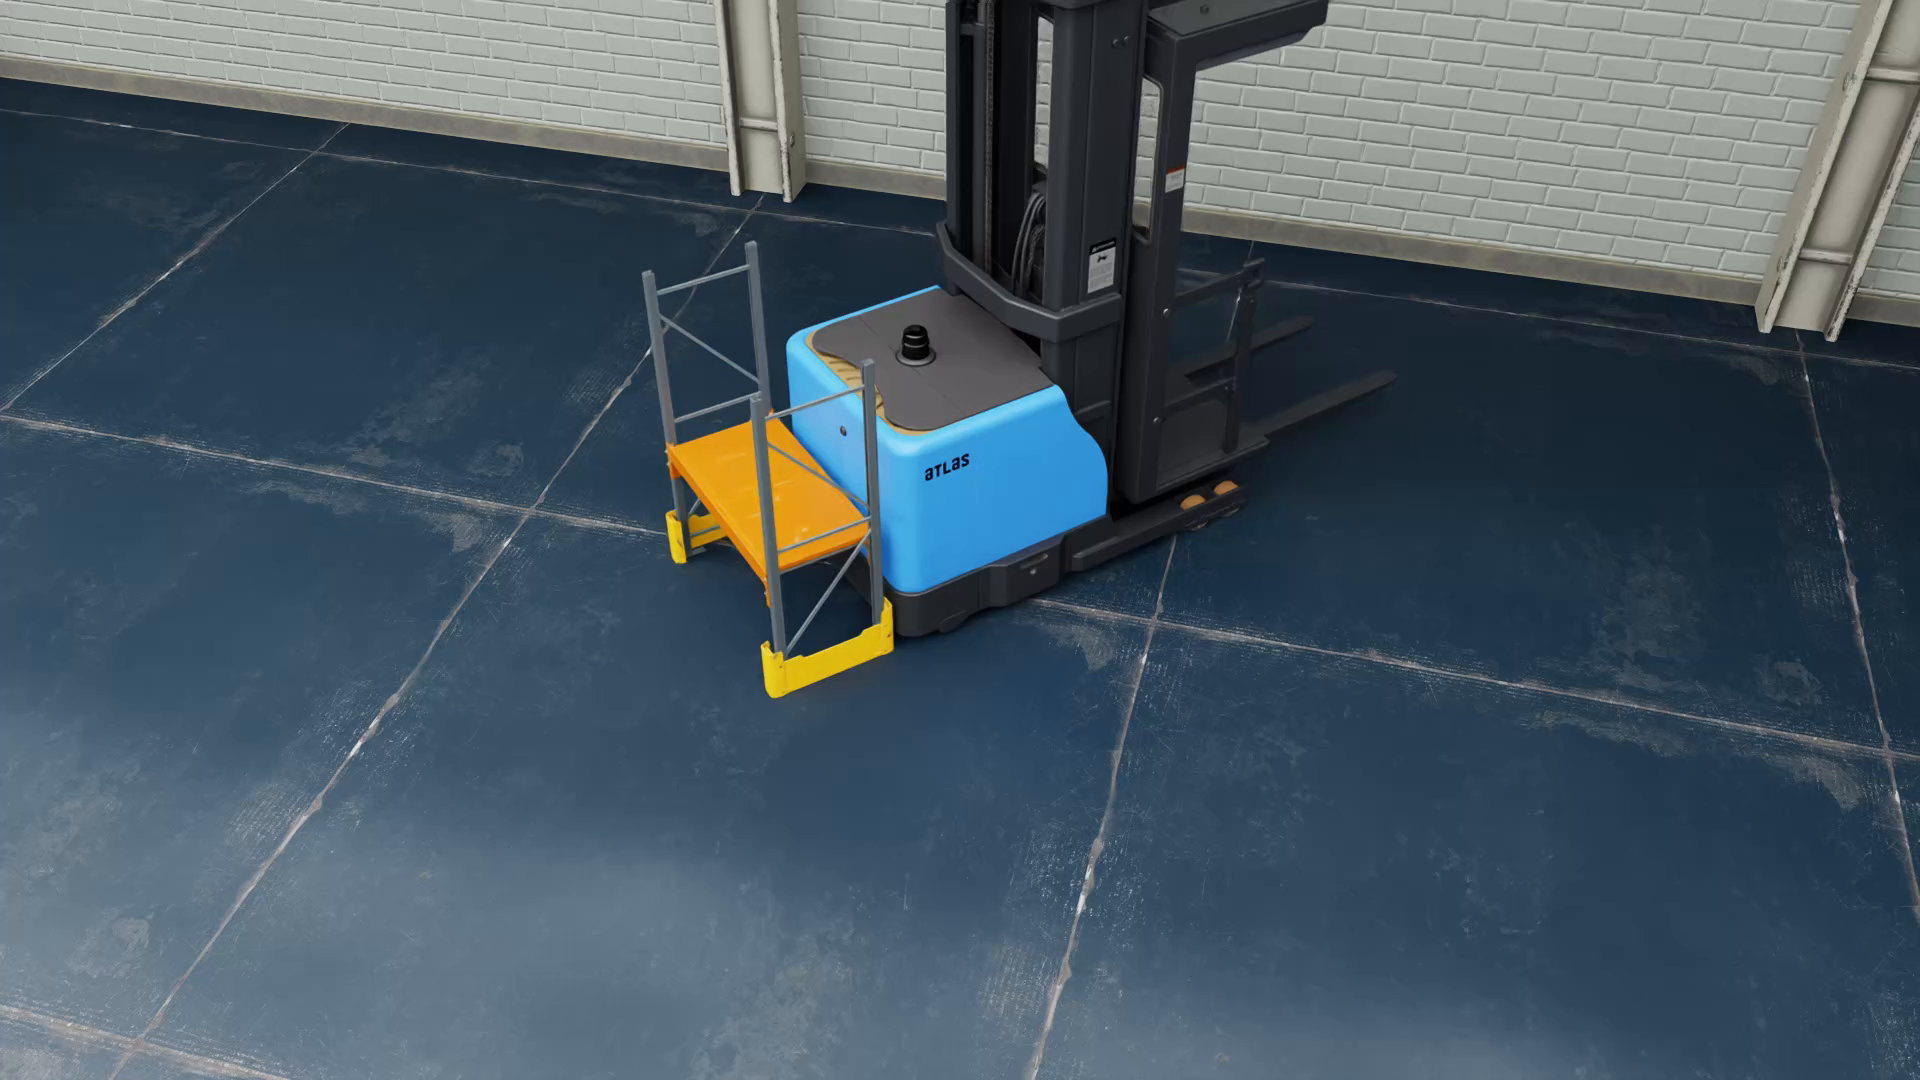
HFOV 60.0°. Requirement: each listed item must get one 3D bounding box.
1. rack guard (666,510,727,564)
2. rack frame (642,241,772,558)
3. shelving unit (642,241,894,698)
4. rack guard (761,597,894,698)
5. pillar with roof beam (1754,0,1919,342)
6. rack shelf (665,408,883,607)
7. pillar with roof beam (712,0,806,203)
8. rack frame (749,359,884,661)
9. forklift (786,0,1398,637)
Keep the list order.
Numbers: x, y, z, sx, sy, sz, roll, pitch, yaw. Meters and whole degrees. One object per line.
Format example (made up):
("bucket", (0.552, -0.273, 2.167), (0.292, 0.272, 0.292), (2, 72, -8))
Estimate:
("rack guard", (-1.060, -0.098, 7.672), (0.587, 0.250, 0.087), (-21, 44, -23))
("rack frame", (-1.061, -0.577, 7.271), (0.500, 1.500, 0.032), (-21, 44, -23))
("shelving unit", (-0.806, -0.301, 6.942), (0.587, 1.500, 1.083), (-21, 44, -23))
("rack guard", (-0.552, 0.453, 7.016), (0.587, 0.250, 0.087), (-21, 44, -23))
("pillar with roof beam", (3.498, -1.976, 3.105), (0.400, 9.000, 9.100), (10, 41, 11))
("rack shelf", (-0.801, -0.158, 7.052), (0.538, 0.185, 1.000), (-21, 44, -23))
("pillar with roof beam", (-2.298, -2.973, 4.293), (0.400, 9.000, 9.100), (10, 41, 11))
("rack frame", (-0.542, -0.015, 6.601), (0.500, 1.500, 0.032), (-21, 44, -23))
("forklift", (0.756, -1.433, 7.178), (3.031, 2.935, 1.130), (-22, 45, -24))
